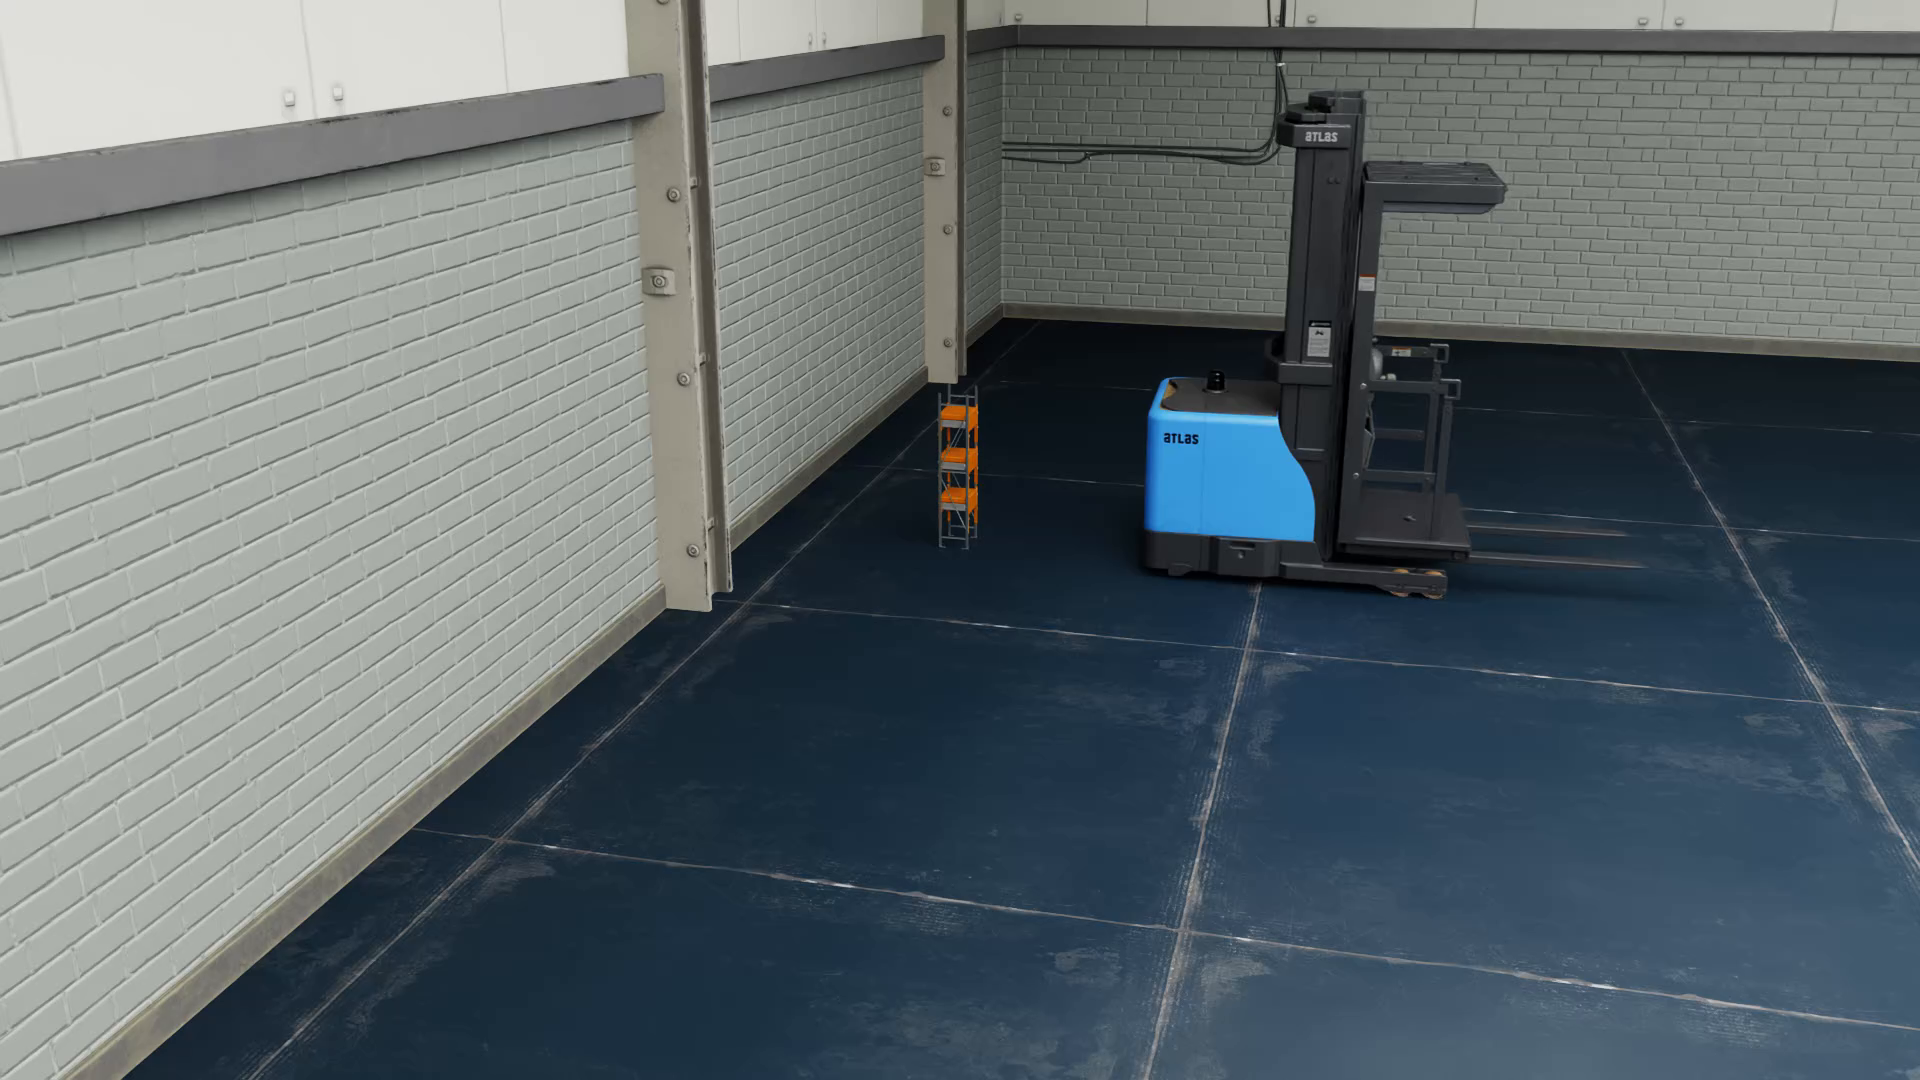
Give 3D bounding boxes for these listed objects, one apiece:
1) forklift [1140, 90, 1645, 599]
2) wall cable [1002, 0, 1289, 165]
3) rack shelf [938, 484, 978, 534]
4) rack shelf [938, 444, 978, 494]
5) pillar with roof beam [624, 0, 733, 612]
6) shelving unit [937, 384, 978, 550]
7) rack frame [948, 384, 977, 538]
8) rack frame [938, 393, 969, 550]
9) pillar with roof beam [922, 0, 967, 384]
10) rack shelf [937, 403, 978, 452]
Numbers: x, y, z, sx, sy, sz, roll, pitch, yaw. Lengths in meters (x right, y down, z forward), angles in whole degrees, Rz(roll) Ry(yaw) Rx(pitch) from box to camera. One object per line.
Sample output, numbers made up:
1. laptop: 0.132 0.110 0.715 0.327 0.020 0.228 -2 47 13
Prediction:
1. forklift: 2.713 -1.216 10.212 3.031 2.935 1.130 4 19 11
2. wall cable: 1.867 -5.133 17.097 3.097 2.526 0.112 5 19 13
3. rack shelf: -0.013 -0.207 11.062 0.215 0.259 0.240 5 19 13
4. rack shelf: -0.013 -0.470 10.972 0.215 0.259 0.240 5 19 13
5. pillar with roof beam: 2.573 -3.563 7.697 9.100 9.000 0.400 5 19 13
6. shelving unit: -0.013 -0.480 10.969 0.215 1.050 0.252 5 19 13
7. rack frame: 0.017 -0.518 11.081 0.200 1.050 0.008 5 19 13
8. rack frame: -0.043 -0.442 10.857 0.200 1.050 0.008 5 19 13
9. pillar with roof beam: 4.039 -5.443 13.202 9.100 9.000 0.400 5 19 13
10. rack shelf: -0.013 -0.739 10.880 0.215 0.259 0.240 5 19 13
